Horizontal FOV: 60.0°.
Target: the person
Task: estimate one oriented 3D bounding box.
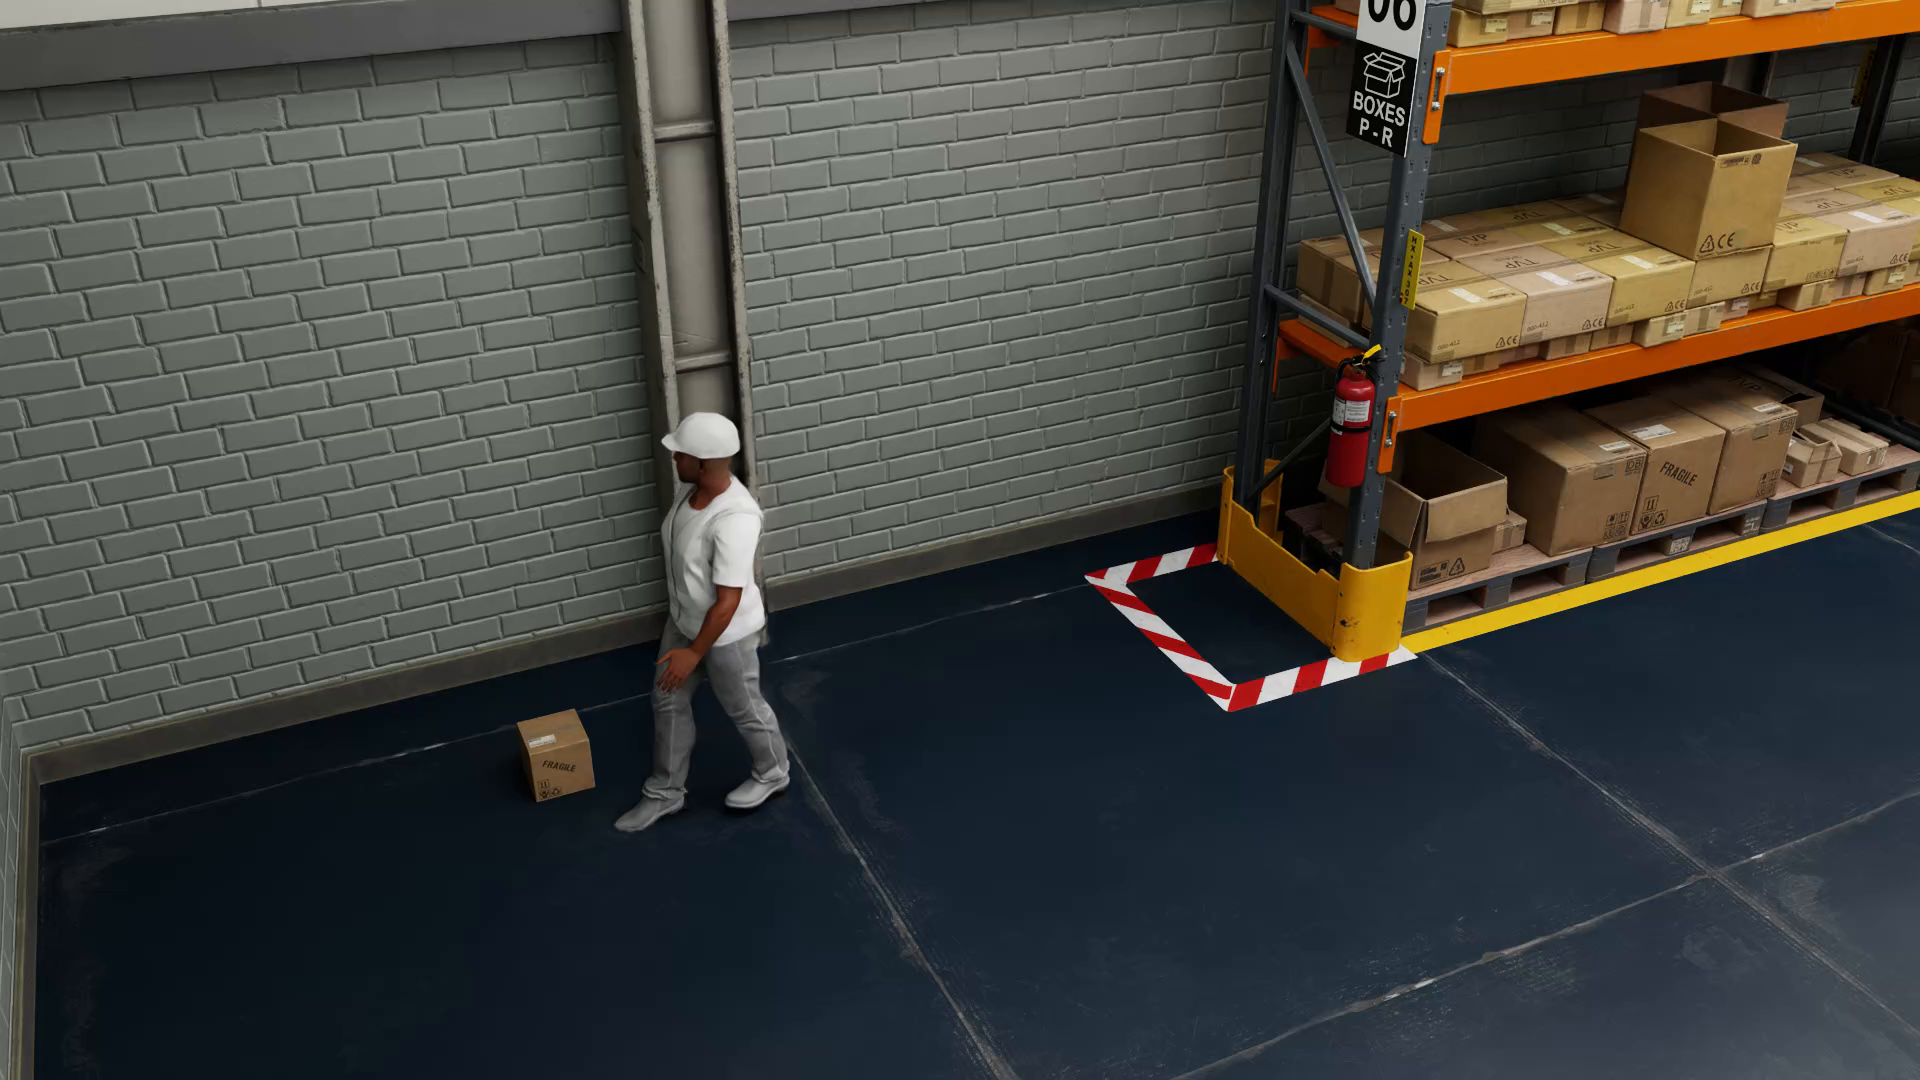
[{"bbox_3d":[-1.040,0.364,6.465,0.738,1.795,0.593,-18,34,-29],"label":"person"}]
